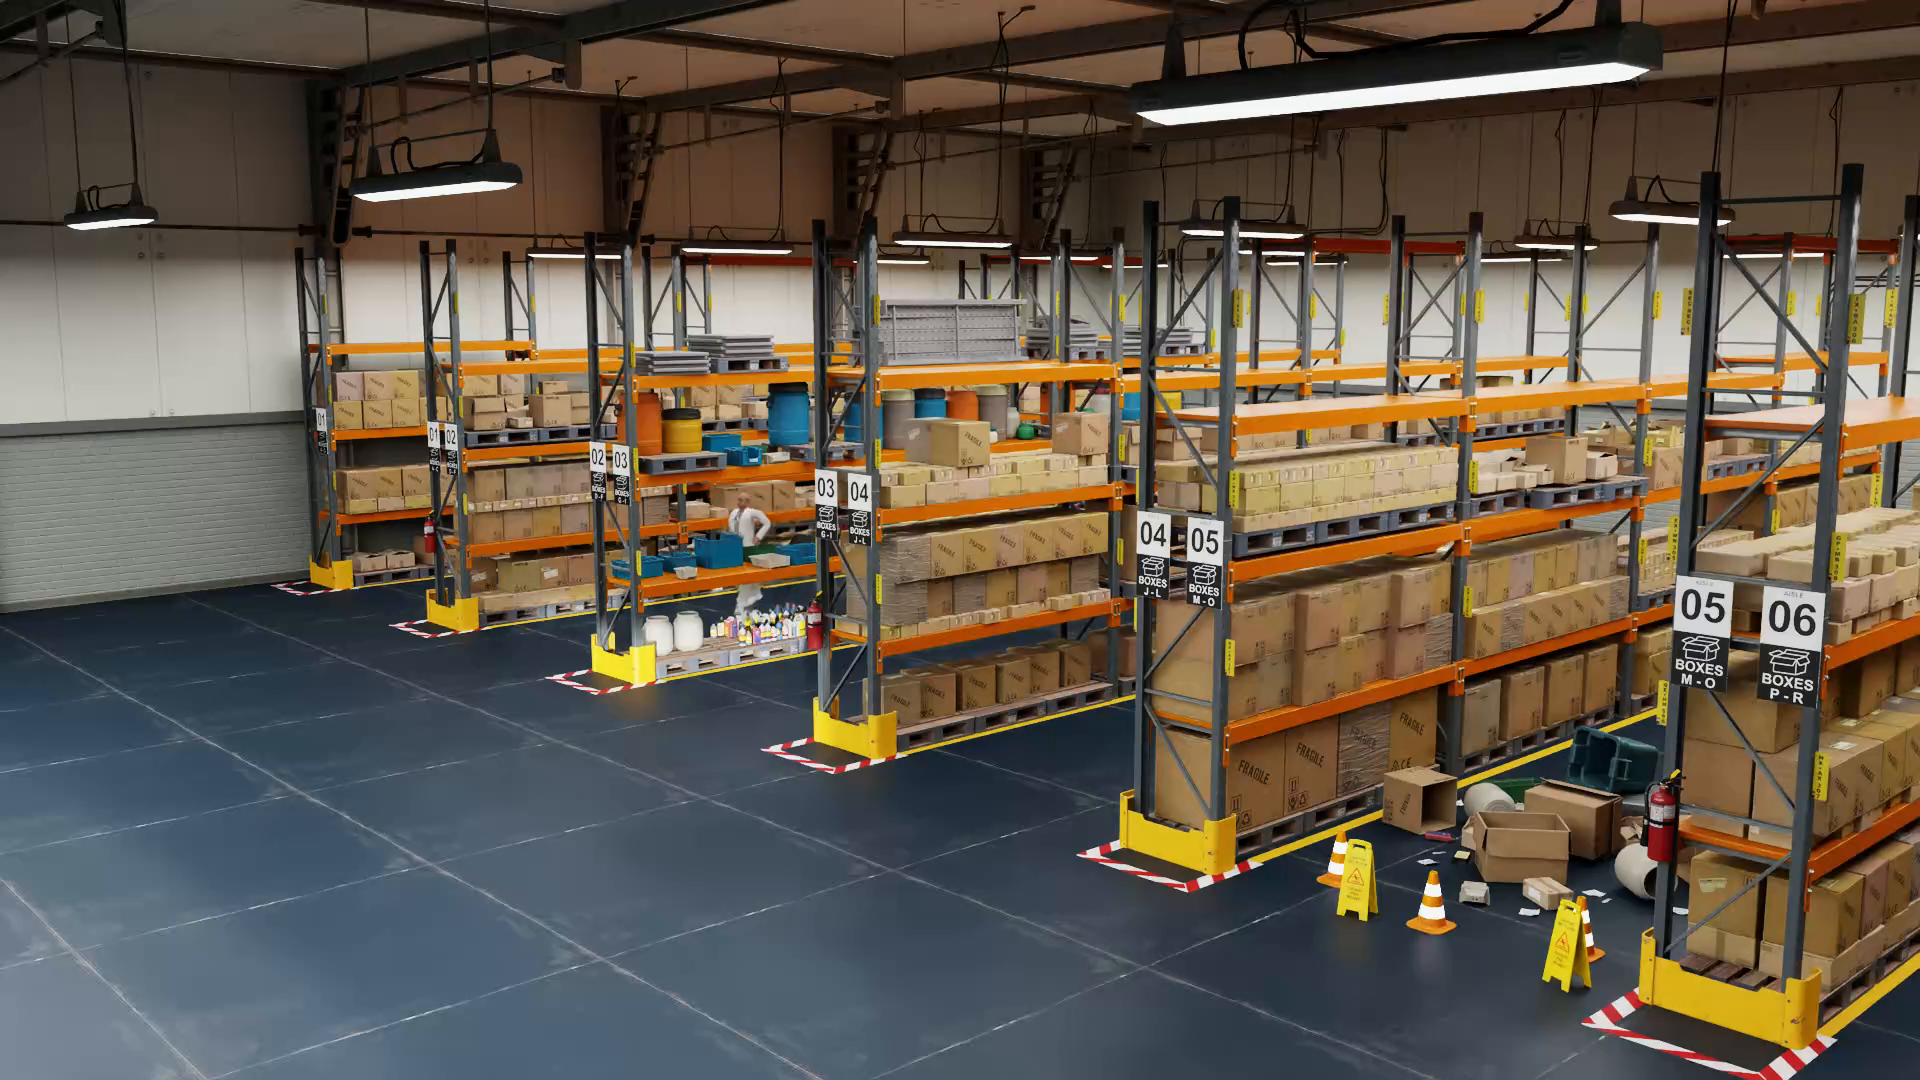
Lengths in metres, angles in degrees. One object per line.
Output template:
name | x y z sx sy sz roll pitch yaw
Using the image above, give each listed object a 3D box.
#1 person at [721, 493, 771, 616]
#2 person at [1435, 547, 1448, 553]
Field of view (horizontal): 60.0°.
person | -3.383 0.207 26.015 0.690 1.895 0.794 7 11 41
person | 6.534 0.970 22.722 0.667 1.750 0.915 8 11 42
